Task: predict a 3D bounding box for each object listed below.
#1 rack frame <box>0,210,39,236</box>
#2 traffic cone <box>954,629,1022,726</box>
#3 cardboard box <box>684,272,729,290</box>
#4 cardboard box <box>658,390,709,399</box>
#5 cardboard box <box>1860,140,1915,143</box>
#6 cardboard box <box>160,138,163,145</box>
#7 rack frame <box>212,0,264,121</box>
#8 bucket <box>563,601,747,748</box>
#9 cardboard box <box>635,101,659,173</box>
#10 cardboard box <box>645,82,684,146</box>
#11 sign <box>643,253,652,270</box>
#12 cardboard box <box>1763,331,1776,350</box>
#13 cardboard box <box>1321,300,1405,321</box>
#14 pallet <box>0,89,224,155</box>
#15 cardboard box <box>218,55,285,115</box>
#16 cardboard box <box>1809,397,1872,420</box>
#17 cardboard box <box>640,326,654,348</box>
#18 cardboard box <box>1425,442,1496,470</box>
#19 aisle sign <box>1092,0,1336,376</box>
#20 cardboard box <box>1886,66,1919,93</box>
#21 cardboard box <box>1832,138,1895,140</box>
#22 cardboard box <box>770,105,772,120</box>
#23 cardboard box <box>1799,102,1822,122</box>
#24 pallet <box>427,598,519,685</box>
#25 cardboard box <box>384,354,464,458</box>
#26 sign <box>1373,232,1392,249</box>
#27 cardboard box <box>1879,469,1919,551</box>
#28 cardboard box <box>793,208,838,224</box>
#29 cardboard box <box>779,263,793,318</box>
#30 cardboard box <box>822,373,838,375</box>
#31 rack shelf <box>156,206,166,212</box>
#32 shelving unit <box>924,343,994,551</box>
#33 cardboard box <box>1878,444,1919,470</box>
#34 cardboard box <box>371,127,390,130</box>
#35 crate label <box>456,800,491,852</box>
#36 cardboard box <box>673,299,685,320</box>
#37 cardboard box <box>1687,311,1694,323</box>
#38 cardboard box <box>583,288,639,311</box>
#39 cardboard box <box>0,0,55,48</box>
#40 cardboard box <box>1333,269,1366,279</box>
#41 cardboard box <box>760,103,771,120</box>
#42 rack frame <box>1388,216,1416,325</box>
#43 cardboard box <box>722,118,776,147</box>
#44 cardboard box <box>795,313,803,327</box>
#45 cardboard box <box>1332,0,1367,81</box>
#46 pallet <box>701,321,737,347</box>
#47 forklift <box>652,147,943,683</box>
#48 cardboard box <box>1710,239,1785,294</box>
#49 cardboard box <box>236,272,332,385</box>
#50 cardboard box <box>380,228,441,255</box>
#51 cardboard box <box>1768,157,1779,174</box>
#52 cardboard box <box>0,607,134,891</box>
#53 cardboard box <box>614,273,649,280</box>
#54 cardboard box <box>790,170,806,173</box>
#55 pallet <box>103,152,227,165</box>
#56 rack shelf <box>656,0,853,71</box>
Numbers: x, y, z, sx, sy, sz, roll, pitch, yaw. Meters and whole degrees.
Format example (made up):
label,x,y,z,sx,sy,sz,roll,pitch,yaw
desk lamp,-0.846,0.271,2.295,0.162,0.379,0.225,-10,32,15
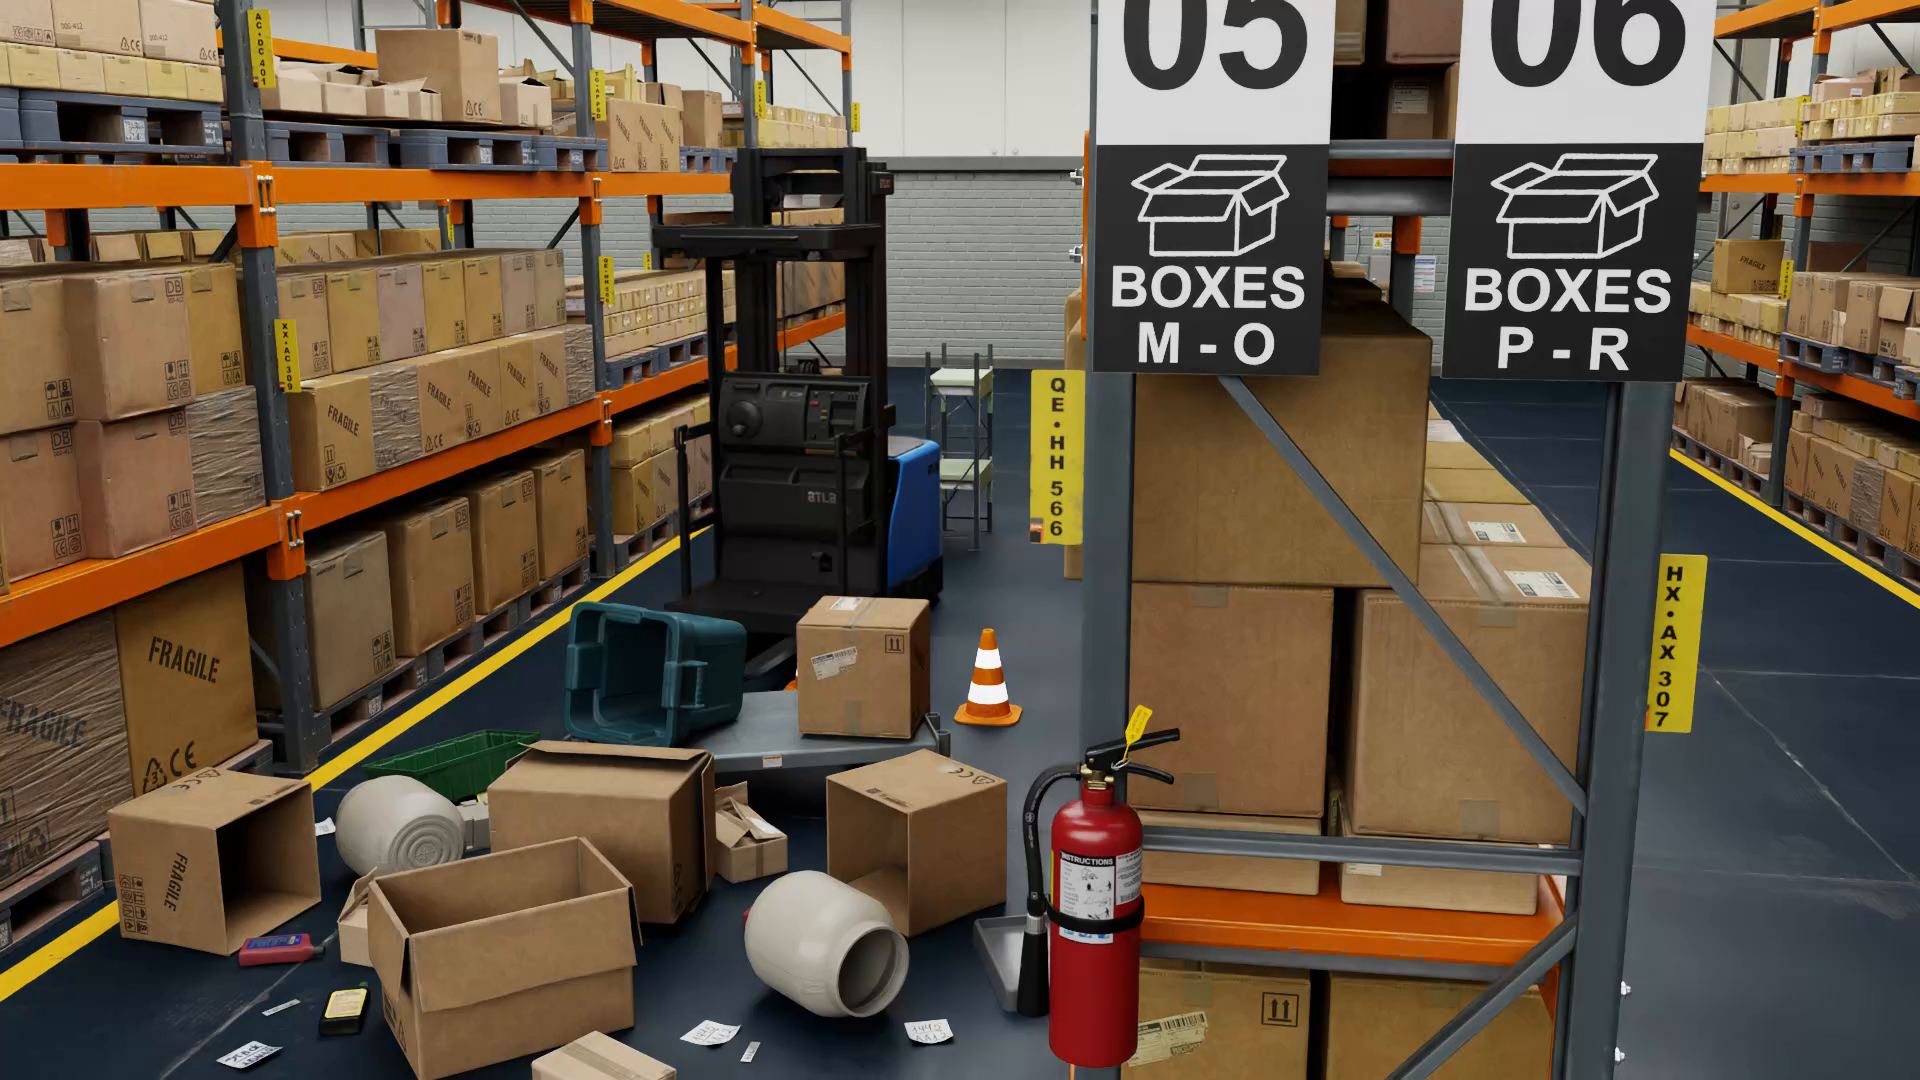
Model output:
label,x,y,z,sx,sy,sz,roll,pitch,yaw
rack frame,-11.499,-3.222,20.822,1.000,3.000,0.127,2,12,9
traffic cone,0.149,0.695,8.672,0.336,0.463,0.334,2,12,9
cardboard box,-2.244,-2.274,14.613,0.380,0.149,0.250,2,12,7
cardboard box,-2.292,-1.127,14.258,0.500,0.250,0.500,2,12,11
cardboard box,7.836,-3.382,14.095,0.500,0.250,0.500,2,12,7
cardboard box,-7.478,-3.631,14.817,0.500,0.311,0.500,1,12,7
rack frame,-3.565,-3.314,7.011,1.000,3.000,0.127,2,12,9
bucket,-1.308,0.579,7.350,0.726,0.611,0.620,7,4,28
cardboard box,-2.530,-2.944,12.176,0.500,0.500,0.500,2,12,9
cardboard box,-2.702,-3.451,13.527,0.797,0.503,0.637,2,12,8
sign,-2.872,-2.486,15.353,0.100,0.325,0.005,2,12,9
cardboard box,7.295,-1.754,14.608,0.380,0.149,0.250,2,12,10
cardboard box,0.674,-0.311,3.999,0.700,0.500,0.500,2,12,9
pallet,-3.702,-1.634,6.547,1.003,0.211,1.213,2,12,9
cardboard box,-3.615,-2.181,7.994,0.500,0.250,0.500,2,12,9
cardboard box,7.166,-1.071,13.536,0.380,0.149,0.250,1,12,6
cardboard box,-2.560,-1.551,12.671,0.380,0.149,0.250,2,12,11
cardboard box,1.297,-0.013,4.992,0.500,0.500,0.500,2,12,7
aisle sign,0.430,-0.677,2.842,0.394,0.787,0.004,2,12,9
cardboard box,7.490,-3.571,12.995,0.396,0.266,0.258,2,12,9
cardboard box,7.022,-3.187,12.904,0.380,0.149,0.250,2,12,9
cardboard box,-1.994,-4.041,15.729,0.380,0.149,0.250,2,12,8
cardboard box,6.998,-3.442,13.383,0.380,0.149,0.250,2,12,10
pallet,-3.336,0.564,9.875,1.003,0.211,1.213,2,12,9
cardboard box,-3.062,-0.740,9.070,0.500,0.500,0.500,2,12,8
sign,6.061,-4.265,23.702,0.339,0.242,0.001,2,12,9
cardboard box,6.879,-0.206,11.765,0.500,0.500,0.500,2,12,11
cardboard box,-1.622,-3.354,18.118,0.500,0.500,0.500,1,12,7
cardboard box,-1.941,-2.439,16.248,0.500,0.500,0.500,2,12,9
cardboard box,-1.561,-1.755,18.375,0.380,0.149,0.250,2,12,7
rack shelf,-7.528,-2.927,14.042,1.077,0.370,4.000,2,12,9
shelving unit,-0.001,-0.732,12.829,0.431,1.500,0.755,2,12,9
cardboard box,6.919,-0.601,12.060,0.380,0.149,0.250,1,12,6
cardboard box,-6.838,-4.607,18.660,0.700,0.500,0.500,1,12,7
crate label,-2.085,1.209,7.058,0.298,0.136,0.250,-7,14,-30
cardboard box,-2.443,-1.860,13.400,0.380,0.149,0.250,2,12,11
cardboard box,7.777,-2.343,17.342,0.380,0.149,0.250,2,12,10
cardboard box,-2.607,-1.784,12.340,0.380,0.149,0.250,2,12,8
cardboard box,-3.544,-1.854,5.771,0.500,0.250,0.500,2,12,8
cardboard box,1.828,-1.275,8.308,0.380,0.149,0.250,3,12,12
cardboard box,-1.976,-3.987,15.478,0.380,0.149,0.250,1,12,6
rack frame,1.341,-0.242,6.996,1.000,3.000,0.127,2,12,9
cardboard box,-2.024,-3.776,15.446,0.500,0.250,0.500,2,12,11
cardboard box,-1.814,-2.248,16.900,0.380,0.149,0.250,2,12,11
cardboard box,0.539,-1.063,3.336,0.500,0.250,0.500,2,12,8
pallet,-2.596,-1.799,14.674,1.003,0.211,1.213,2,12,9
forklift,-1.056,-0.779,9.650,1.130,2.935,3.031,4,13,18
cardboard box,7.526,-2.621,15.903,0.500,0.500,0.500,2,12,10
cardboard box,-3.495,-1.023,8.007,0.700,0.500,0.500,2,12,8
cardboard box,-6.420,-3.390,19.473,0.500,0.500,0.500,2,12,9
cardboard box,7.331,-3.282,14.577,0.380,0.149,0.250,2,12,11
cardboard box,-3.866,0.768,6.354,0.875,0.875,0.875,2,12,9
cardboard box,-2.929,-2.241,14.461,0.380,0.149,0.250,2,12,9
cardboard box,-1.836,-3.740,16.463,0.500,0.250,0.500,2,12,11
pallet,-7.313,-3.409,15.025,0.805,0.209,1.217,1,12,6
rack shelf,-2.027,-5.042,16.746,1.077,0.370,4.000,2,12,9
